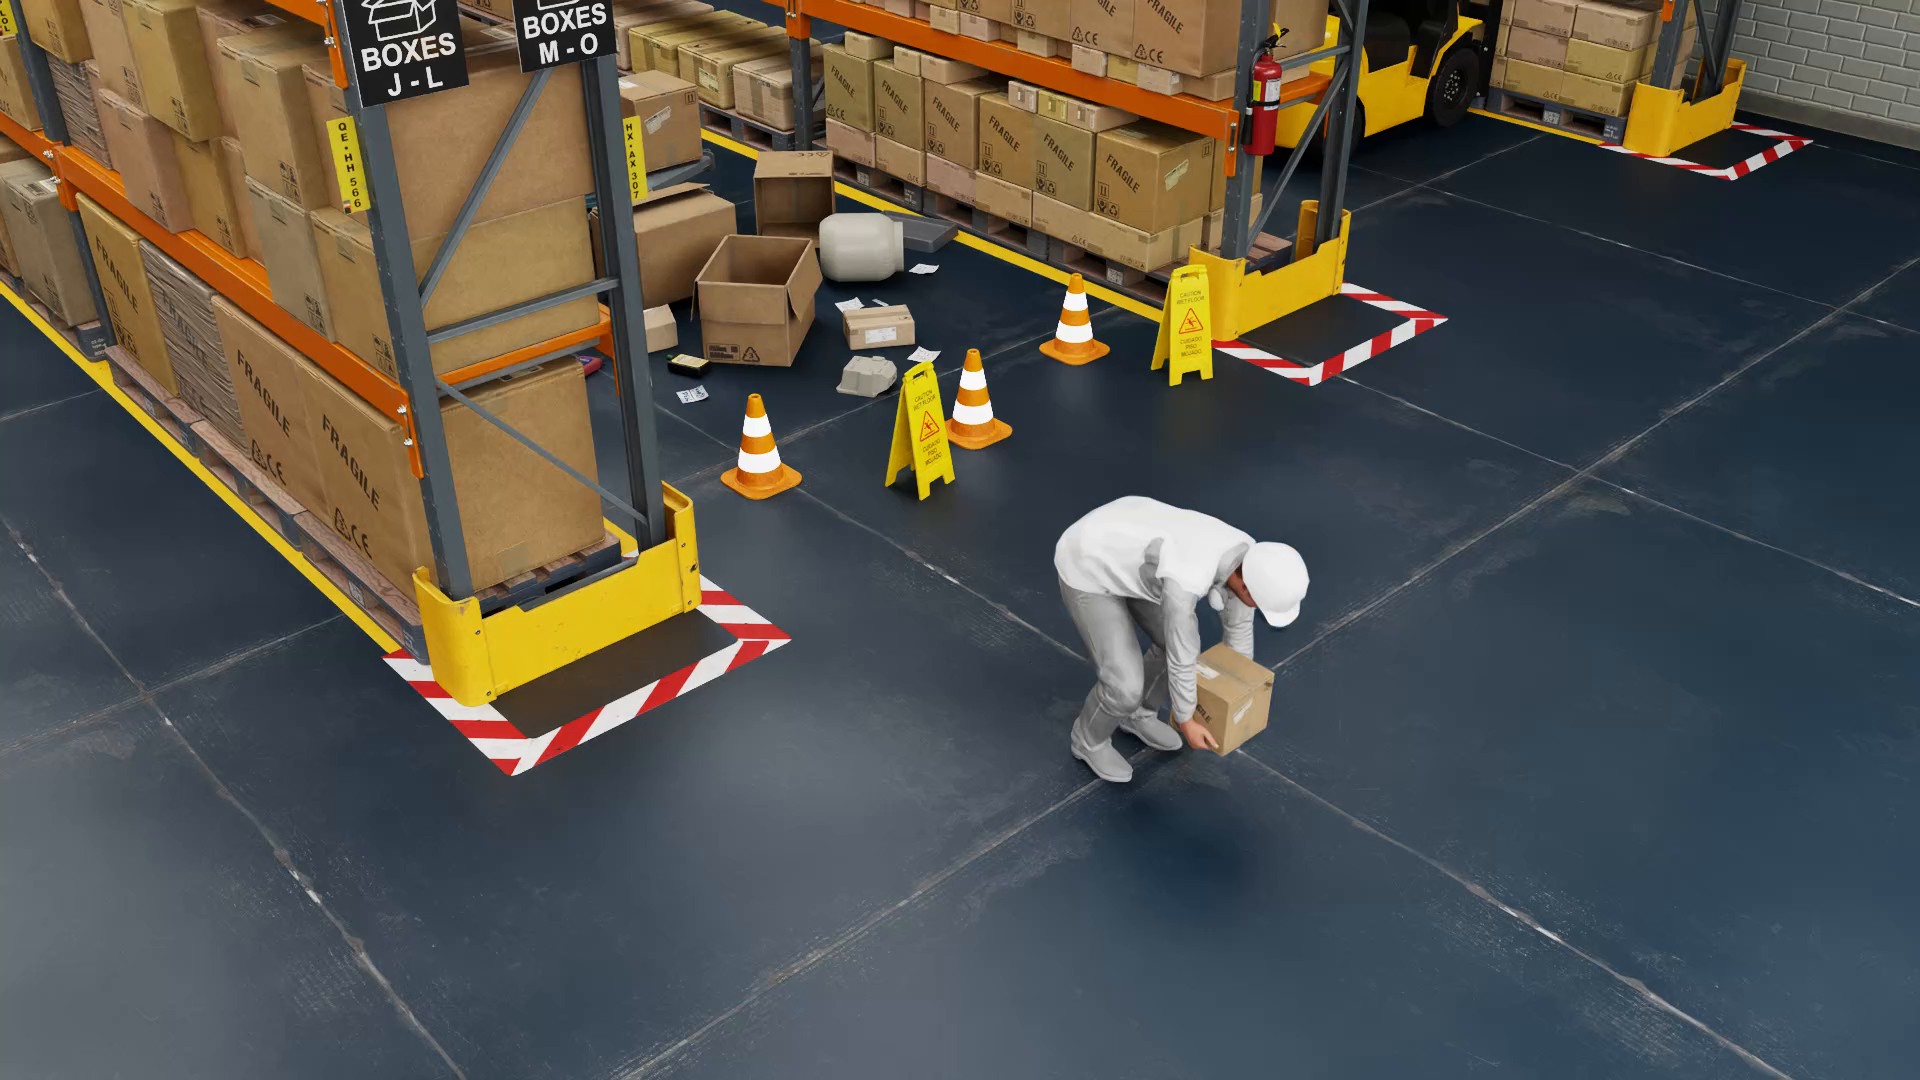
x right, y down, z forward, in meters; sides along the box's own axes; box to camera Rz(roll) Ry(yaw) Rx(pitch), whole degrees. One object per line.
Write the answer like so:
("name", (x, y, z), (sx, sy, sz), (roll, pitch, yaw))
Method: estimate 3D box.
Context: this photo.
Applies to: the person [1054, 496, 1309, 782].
("person", (0.786, 0.390, 6.043), (0.985, 1.179, 0.488), (27, 41, 37))
